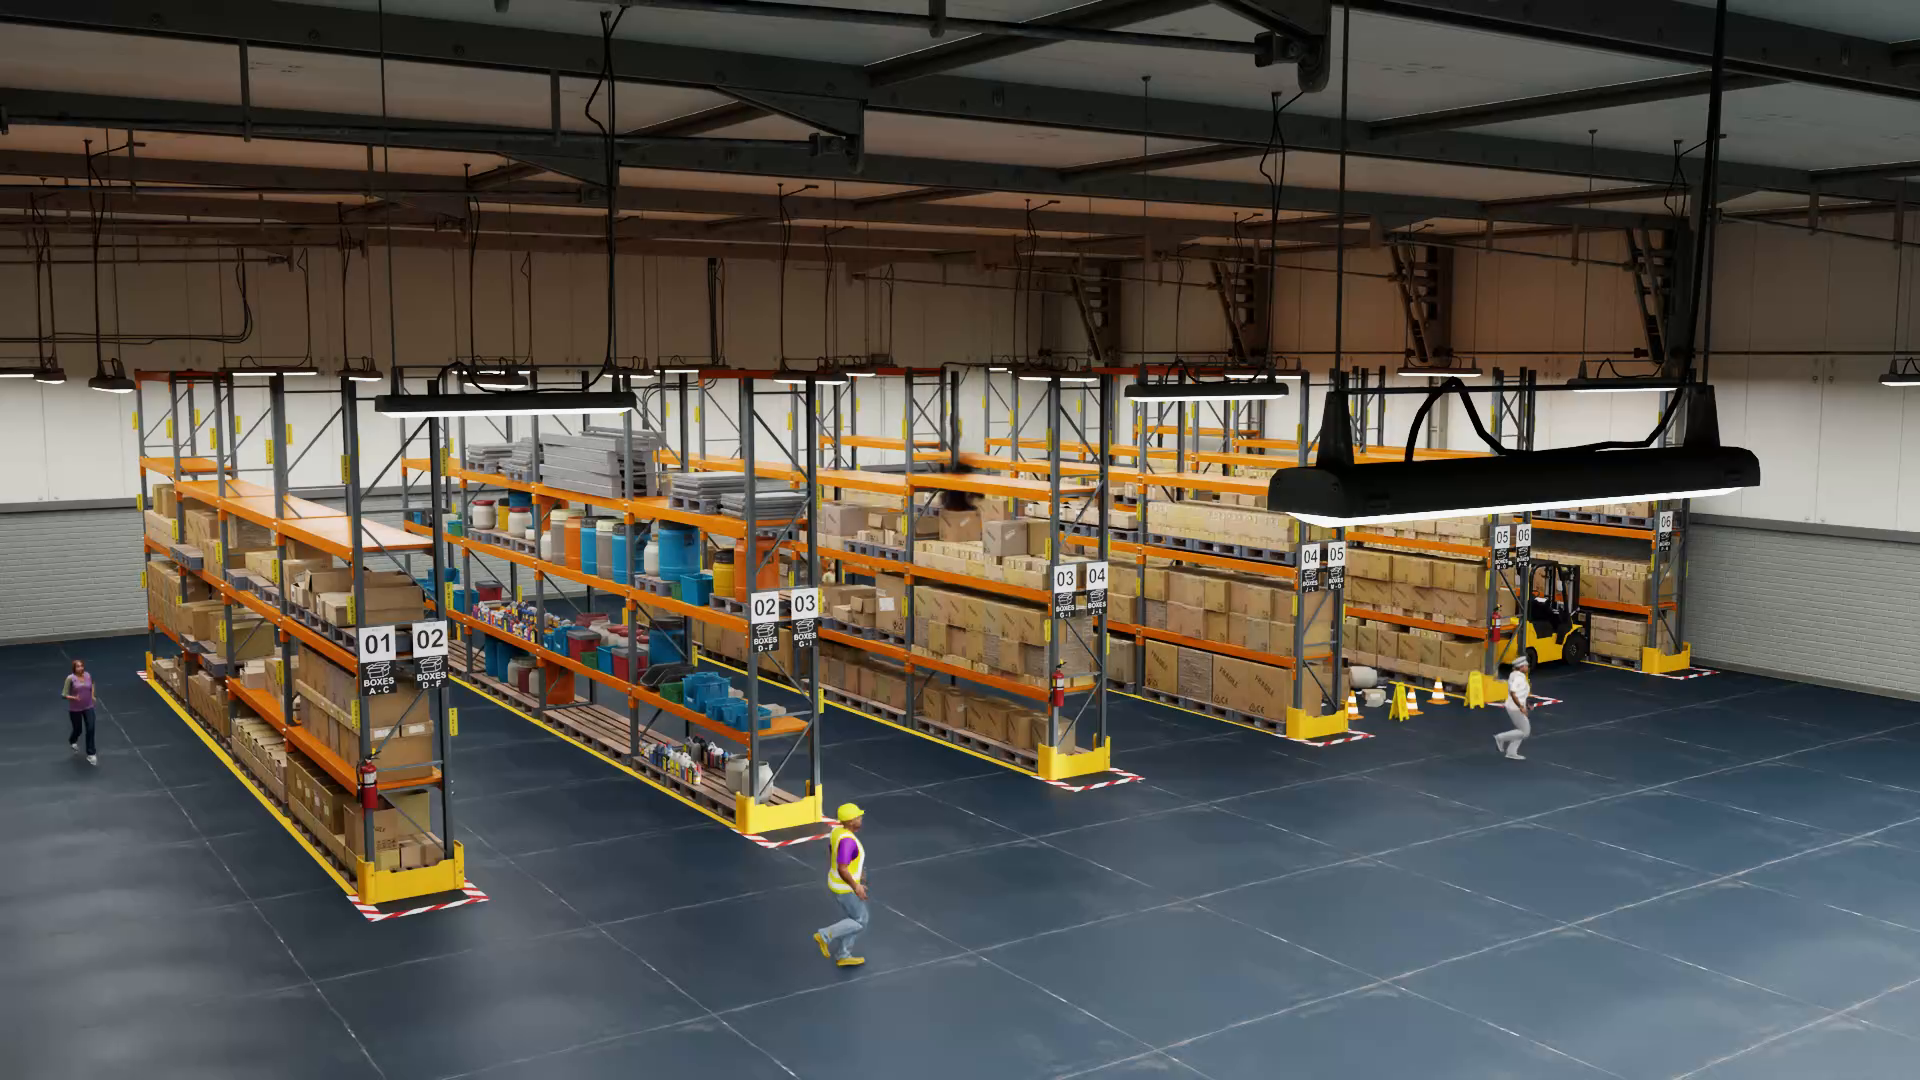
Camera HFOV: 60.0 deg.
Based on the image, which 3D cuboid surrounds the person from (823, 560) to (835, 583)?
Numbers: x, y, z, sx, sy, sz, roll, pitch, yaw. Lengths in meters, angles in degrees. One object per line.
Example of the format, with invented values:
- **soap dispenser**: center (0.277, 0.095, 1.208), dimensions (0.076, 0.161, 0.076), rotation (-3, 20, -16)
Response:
- **person**: center (-2.854, 1.289, 37.387), dimensions (0.581, 1.699, 0.860), rotation (-3, 7, -25)

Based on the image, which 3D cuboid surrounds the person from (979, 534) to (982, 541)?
- **person**: center (0.529, 0.428, 44.781), dimensions (0.708, 1.731, 0.769), rotation (-1, 7, -8)

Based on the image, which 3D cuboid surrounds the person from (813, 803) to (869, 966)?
- **person**: center (-1.228, 3.559, 17.126), dimensions (0.620, 1.710, 0.689), rotation (-2, 7, -14)

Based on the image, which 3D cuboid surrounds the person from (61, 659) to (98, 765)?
- **person**: center (-13.609, 2.630, 25.738), dimensions (0.877, 1.605, 0.538), rotation (6, 9, 44)

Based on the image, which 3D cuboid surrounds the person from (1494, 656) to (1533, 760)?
- **person**: center (8.625, 2.611, 25.880), dimensions (0.590, 1.641, 0.561), rotation (1, 7, 11)
